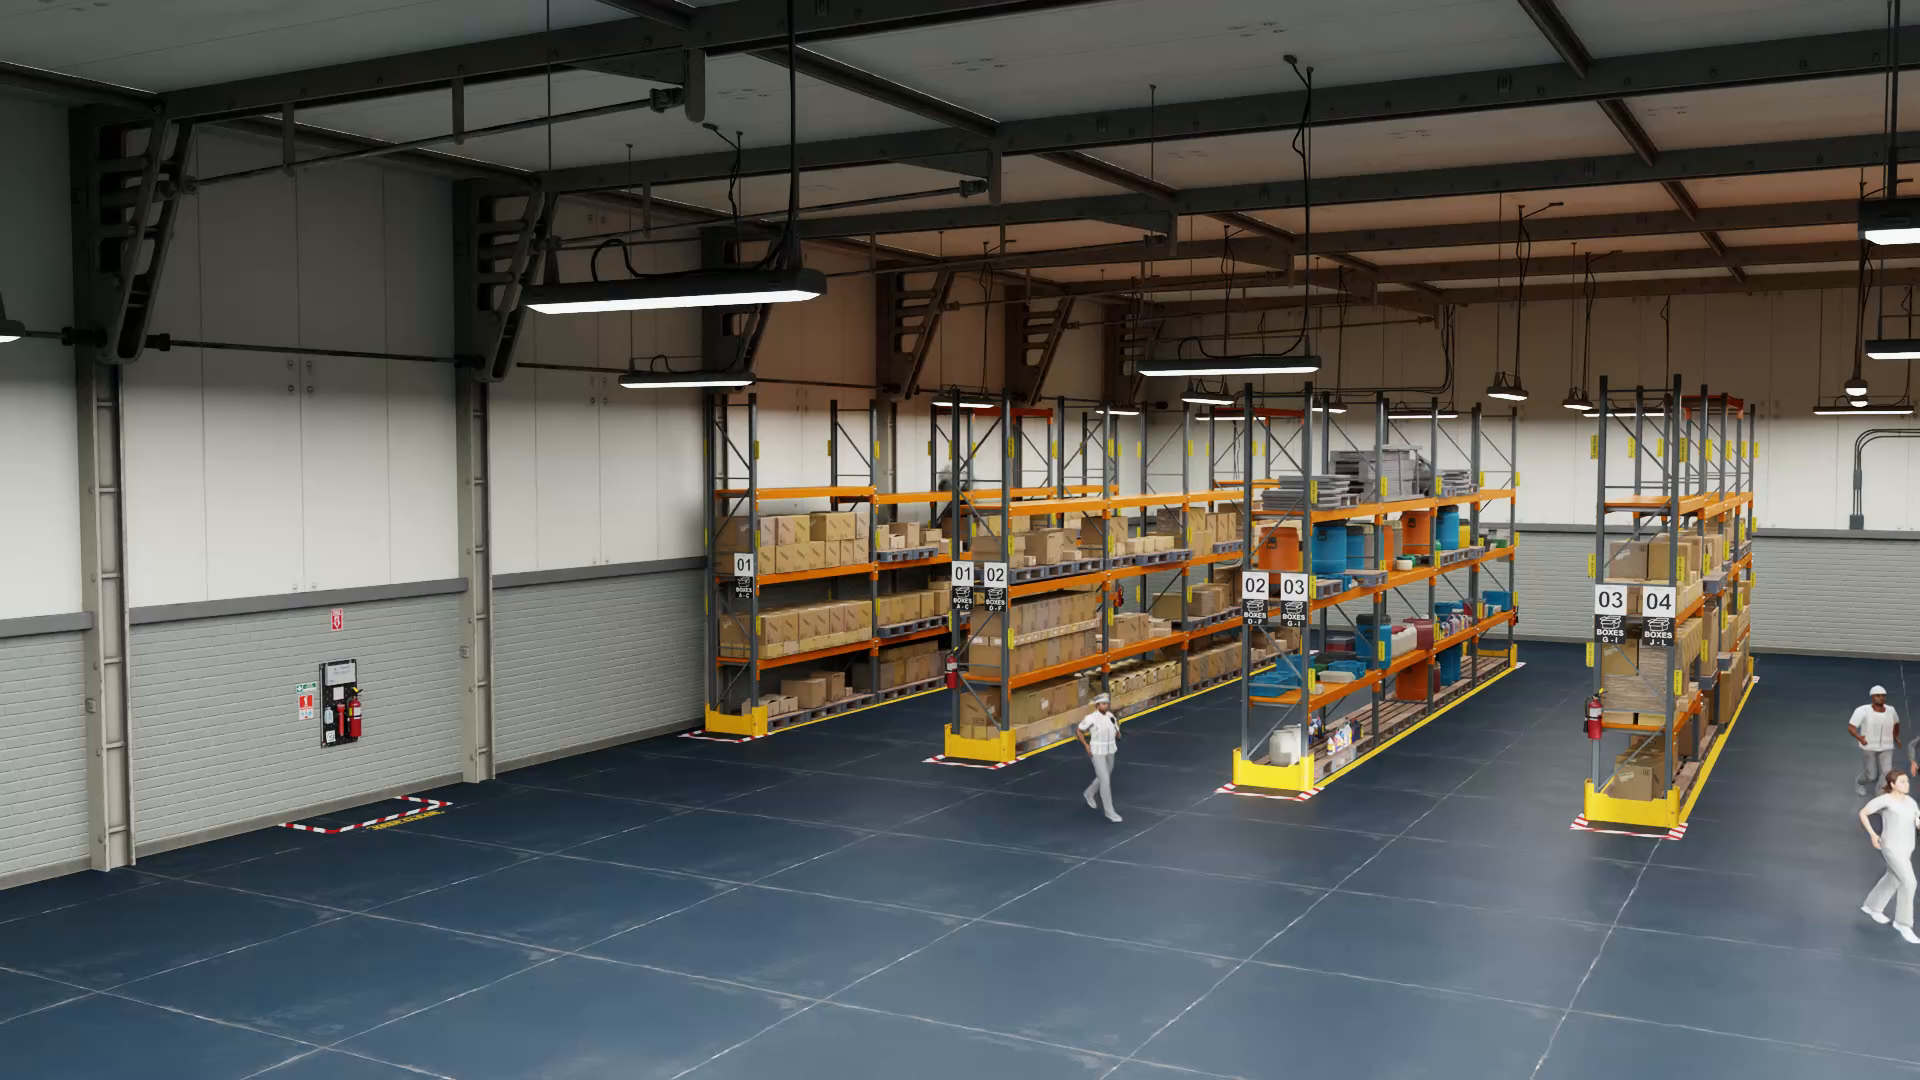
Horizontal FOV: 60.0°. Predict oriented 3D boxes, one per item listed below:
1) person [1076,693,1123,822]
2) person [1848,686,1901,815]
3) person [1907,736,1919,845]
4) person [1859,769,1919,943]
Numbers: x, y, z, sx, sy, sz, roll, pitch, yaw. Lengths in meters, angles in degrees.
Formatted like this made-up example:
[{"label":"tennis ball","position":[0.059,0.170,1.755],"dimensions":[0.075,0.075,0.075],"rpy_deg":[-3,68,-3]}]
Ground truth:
[{"label":"person","position":[1.929,2.911,22.617],"dimensions":[0.559,1.686,0.919],"rpy_deg":[-2,4,-34]},{"label":"person","position":[12.705,2.891,23.067],"dimensions":[0.697,1.751,0.868],"rpy_deg":[1,3,10]},{"label":"person","position":[12.216,3.028,20.713],"dimensions":[0.682,1.717,0.938],"rpy_deg":[1,3,16]},{"label":"person","position":[9.671,3.230,17.220],"dimensions":[0.537,1.723,0.768],"rpy_deg":[-1,3,-24]}]
